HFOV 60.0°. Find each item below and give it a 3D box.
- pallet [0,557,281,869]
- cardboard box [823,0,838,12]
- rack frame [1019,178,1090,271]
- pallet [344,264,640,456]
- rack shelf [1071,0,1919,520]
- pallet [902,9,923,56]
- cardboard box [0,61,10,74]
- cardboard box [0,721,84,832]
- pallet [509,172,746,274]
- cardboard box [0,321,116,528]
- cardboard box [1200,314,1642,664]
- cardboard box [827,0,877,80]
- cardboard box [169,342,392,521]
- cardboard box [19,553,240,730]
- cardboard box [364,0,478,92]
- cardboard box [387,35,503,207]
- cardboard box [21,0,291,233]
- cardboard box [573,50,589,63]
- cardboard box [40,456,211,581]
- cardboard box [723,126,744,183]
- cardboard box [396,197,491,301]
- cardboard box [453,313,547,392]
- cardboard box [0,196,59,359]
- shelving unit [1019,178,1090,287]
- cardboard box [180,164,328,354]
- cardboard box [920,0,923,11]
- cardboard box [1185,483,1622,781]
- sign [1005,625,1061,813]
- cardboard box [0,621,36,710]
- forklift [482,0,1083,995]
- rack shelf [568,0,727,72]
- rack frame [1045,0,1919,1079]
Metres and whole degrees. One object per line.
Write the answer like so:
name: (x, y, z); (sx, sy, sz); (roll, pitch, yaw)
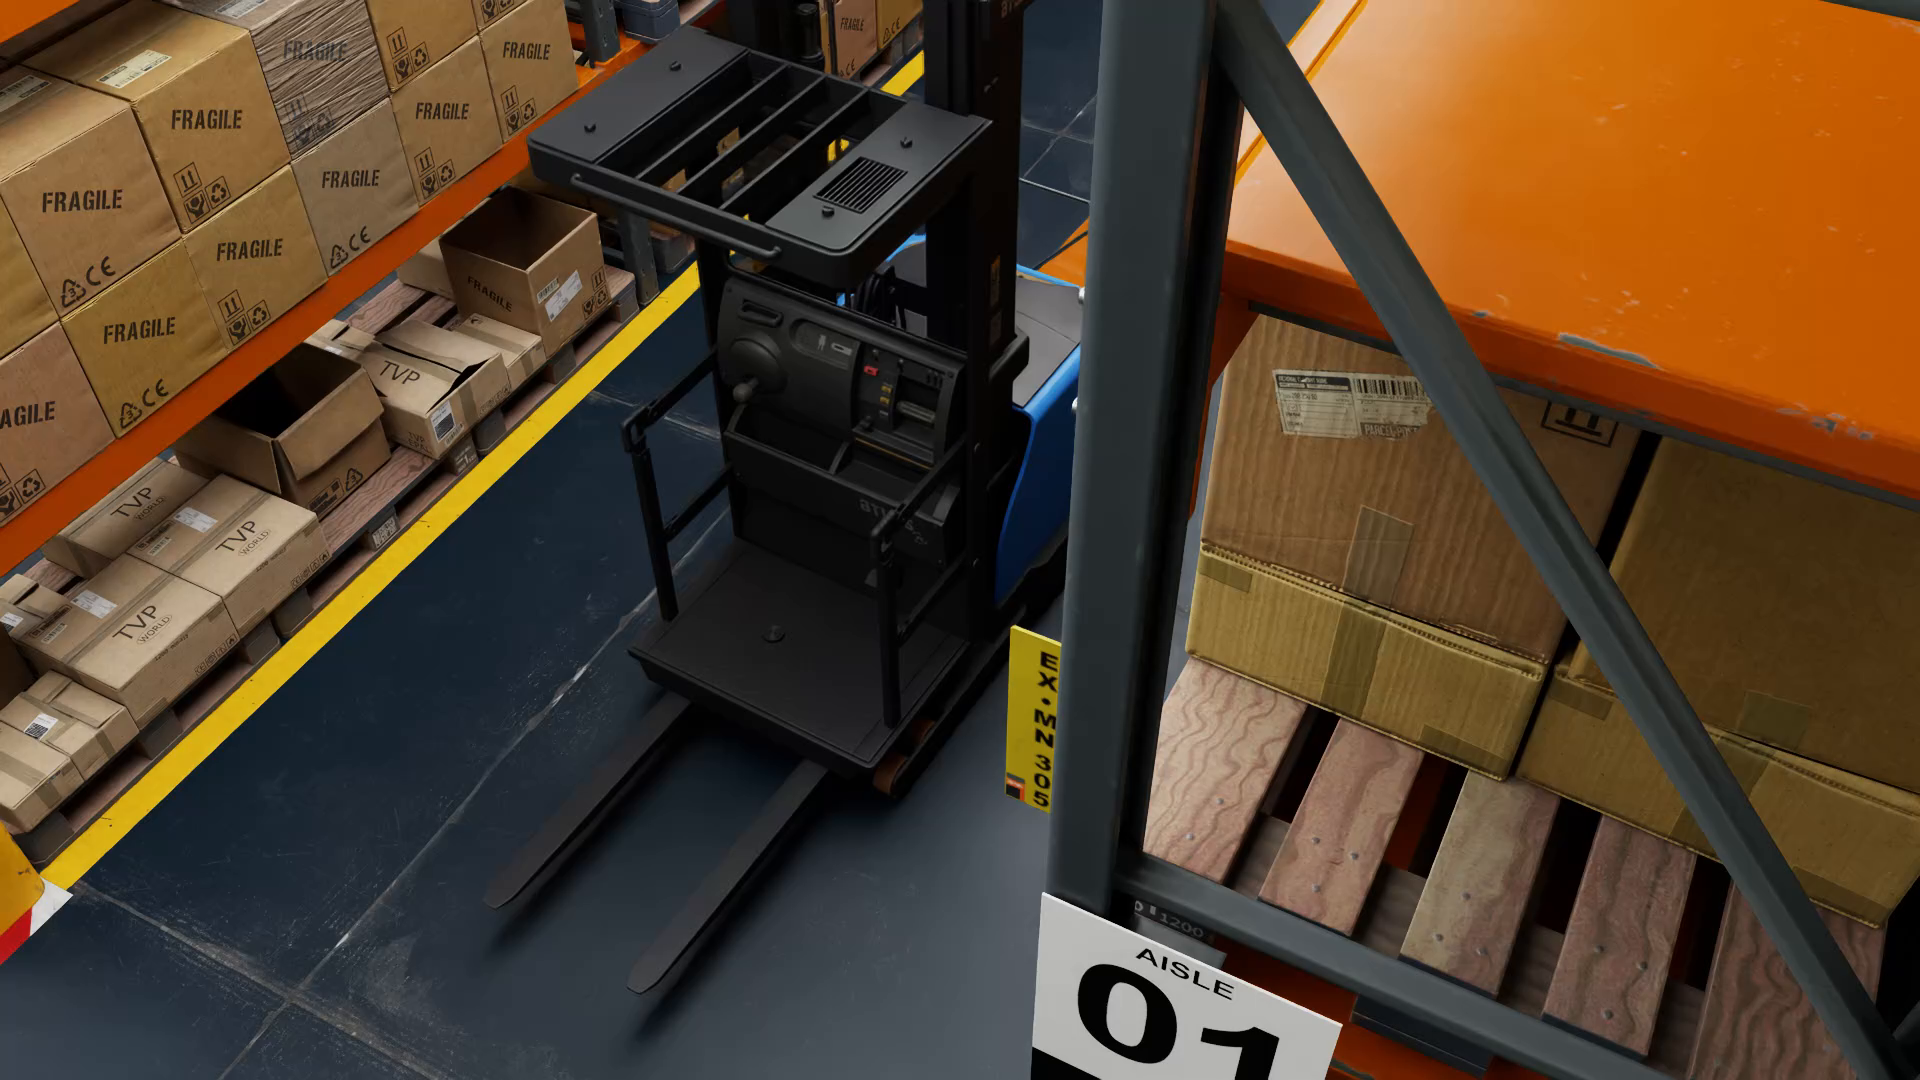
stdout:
pallet: (-3.407, 0.552, 6.336); (1.003, 0.211, 1.213); (20, 49, 19)
cardboard box: (-0.818, -3.108, 8.913); (0.500, 0.250, 0.500); (20, 49, 18)
rack frame: (0.335, -0.895, 6.860); (0.500, 1.500, 0.032); (23, 50, 21)
pallet: (-2.275, -0.985, 7.855); (1.003, 0.211, 1.213); (20, 49, 19)
rack shelf: (1.506, -1.220, 2.696); (1.077, 0.370, 4.000); (20, 49, 19)
pallet: (-0.478, -3.480, 10.321); (1.003, 0.211, 1.213); (20, 49, 19)
cardboard box: (-3.378, -1.283, 5.415); (0.500, 0.500, 0.500); (22, 49, 20)
cardboard box: (-3.313, 0.819, 5.806); (0.380, 0.149, 0.250); (20, 49, 19)
pallet: (-1.611, -1.943, 8.801); (1.003, 0.211, 1.213); (20, 49, 19)
cardboard box: (-3.137, -0.432, 5.278); (0.500, 0.500, 0.500); (20, 49, 19)
cardboard box: (0.676, -0.244, 2.266); (0.500, 0.500, 0.500); (20, 49, 19)
cardboard box: (-0.803, -2.869, 9.204); (0.500, 0.500, 0.500); (19, 48, 18)
cardboard box: (-2.823, -0.490, 6.851); (0.797, 0.503, 0.637); (20, 49, 19)
cardboard box: (-3.076, 0.370, 6.179); (0.500, 0.250, 0.500); (20, 49, 19)
cardboard box: (-2.196, -2.057, 6.180); (0.500, 0.500, 0.500); (20, 49, 18)
cardboard box: (-2.198, -1.708, 6.539); (0.500, 0.500, 0.500); (22, 49, 20)
cardboard box: (-2.665, -1.423, 5.554); (0.500, 0.500, 0.500); (20, 49, 19)
cardboard box: (-1.743, -2.388, 8.729); (0.500, 0.500, 0.500); (21, 49, 19)
cardboard box: (-3.310, -0.079, 6.622); (0.500, 0.250, 0.500); (20, 49, 19)
cardboard box: (-1.277, -2.238, 8.581); (0.500, 0.500, 0.500); (21, 49, 20)
cardboard box: (-2.341, -1.414, 7.900); (0.500, 0.311, 0.500); (20, 49, 19)
cardboard box: (-2.089, -0.842, 7.448); (0.380, 0.149, 0.250); (20, 49, 19)
cardboard box: (-3.136, -0.789, 4.927); (0.500, 0.500, 0.500); (21, 49, 19)
shelving unit: (0.591, -1.200, 7.161); (0.587, 1.500, 1.083); (23, 50, 21)
cardboard box: (-2.668, -1.062, 5.900); (0.500, 0.500, 0.500); (21, 49, 20)
cardboard box: (-0.324, -3.527, 9.855); (0.500, 0.500, 0.500); (22, 49, 21)
cardboard box: (0.682, 0.022, 2.530); (0.500, 0.250, 0.500); (22, 49, 20)
sign: (0.103, 0.229, 2.018); (0.100, 0.325, 0.005); (20, 49, 19)
cardboard box: (-3.778, 0.422, 5.952); (0.500, 0.500, 0.500); (20, 49, 19)
forklift: (-0.527, -0.473, 5.437); (1.130, 2.935, 3.031); (23, 50, 21)
rack shelf: (-1.027, -3.405, 8.792); (1.077, 0.370, 4.000); (20, 49, 19)
rack frame: (0.578, -0.354, 1.053); (1.000, 3.000, 0.127); (20, 49, 19)
